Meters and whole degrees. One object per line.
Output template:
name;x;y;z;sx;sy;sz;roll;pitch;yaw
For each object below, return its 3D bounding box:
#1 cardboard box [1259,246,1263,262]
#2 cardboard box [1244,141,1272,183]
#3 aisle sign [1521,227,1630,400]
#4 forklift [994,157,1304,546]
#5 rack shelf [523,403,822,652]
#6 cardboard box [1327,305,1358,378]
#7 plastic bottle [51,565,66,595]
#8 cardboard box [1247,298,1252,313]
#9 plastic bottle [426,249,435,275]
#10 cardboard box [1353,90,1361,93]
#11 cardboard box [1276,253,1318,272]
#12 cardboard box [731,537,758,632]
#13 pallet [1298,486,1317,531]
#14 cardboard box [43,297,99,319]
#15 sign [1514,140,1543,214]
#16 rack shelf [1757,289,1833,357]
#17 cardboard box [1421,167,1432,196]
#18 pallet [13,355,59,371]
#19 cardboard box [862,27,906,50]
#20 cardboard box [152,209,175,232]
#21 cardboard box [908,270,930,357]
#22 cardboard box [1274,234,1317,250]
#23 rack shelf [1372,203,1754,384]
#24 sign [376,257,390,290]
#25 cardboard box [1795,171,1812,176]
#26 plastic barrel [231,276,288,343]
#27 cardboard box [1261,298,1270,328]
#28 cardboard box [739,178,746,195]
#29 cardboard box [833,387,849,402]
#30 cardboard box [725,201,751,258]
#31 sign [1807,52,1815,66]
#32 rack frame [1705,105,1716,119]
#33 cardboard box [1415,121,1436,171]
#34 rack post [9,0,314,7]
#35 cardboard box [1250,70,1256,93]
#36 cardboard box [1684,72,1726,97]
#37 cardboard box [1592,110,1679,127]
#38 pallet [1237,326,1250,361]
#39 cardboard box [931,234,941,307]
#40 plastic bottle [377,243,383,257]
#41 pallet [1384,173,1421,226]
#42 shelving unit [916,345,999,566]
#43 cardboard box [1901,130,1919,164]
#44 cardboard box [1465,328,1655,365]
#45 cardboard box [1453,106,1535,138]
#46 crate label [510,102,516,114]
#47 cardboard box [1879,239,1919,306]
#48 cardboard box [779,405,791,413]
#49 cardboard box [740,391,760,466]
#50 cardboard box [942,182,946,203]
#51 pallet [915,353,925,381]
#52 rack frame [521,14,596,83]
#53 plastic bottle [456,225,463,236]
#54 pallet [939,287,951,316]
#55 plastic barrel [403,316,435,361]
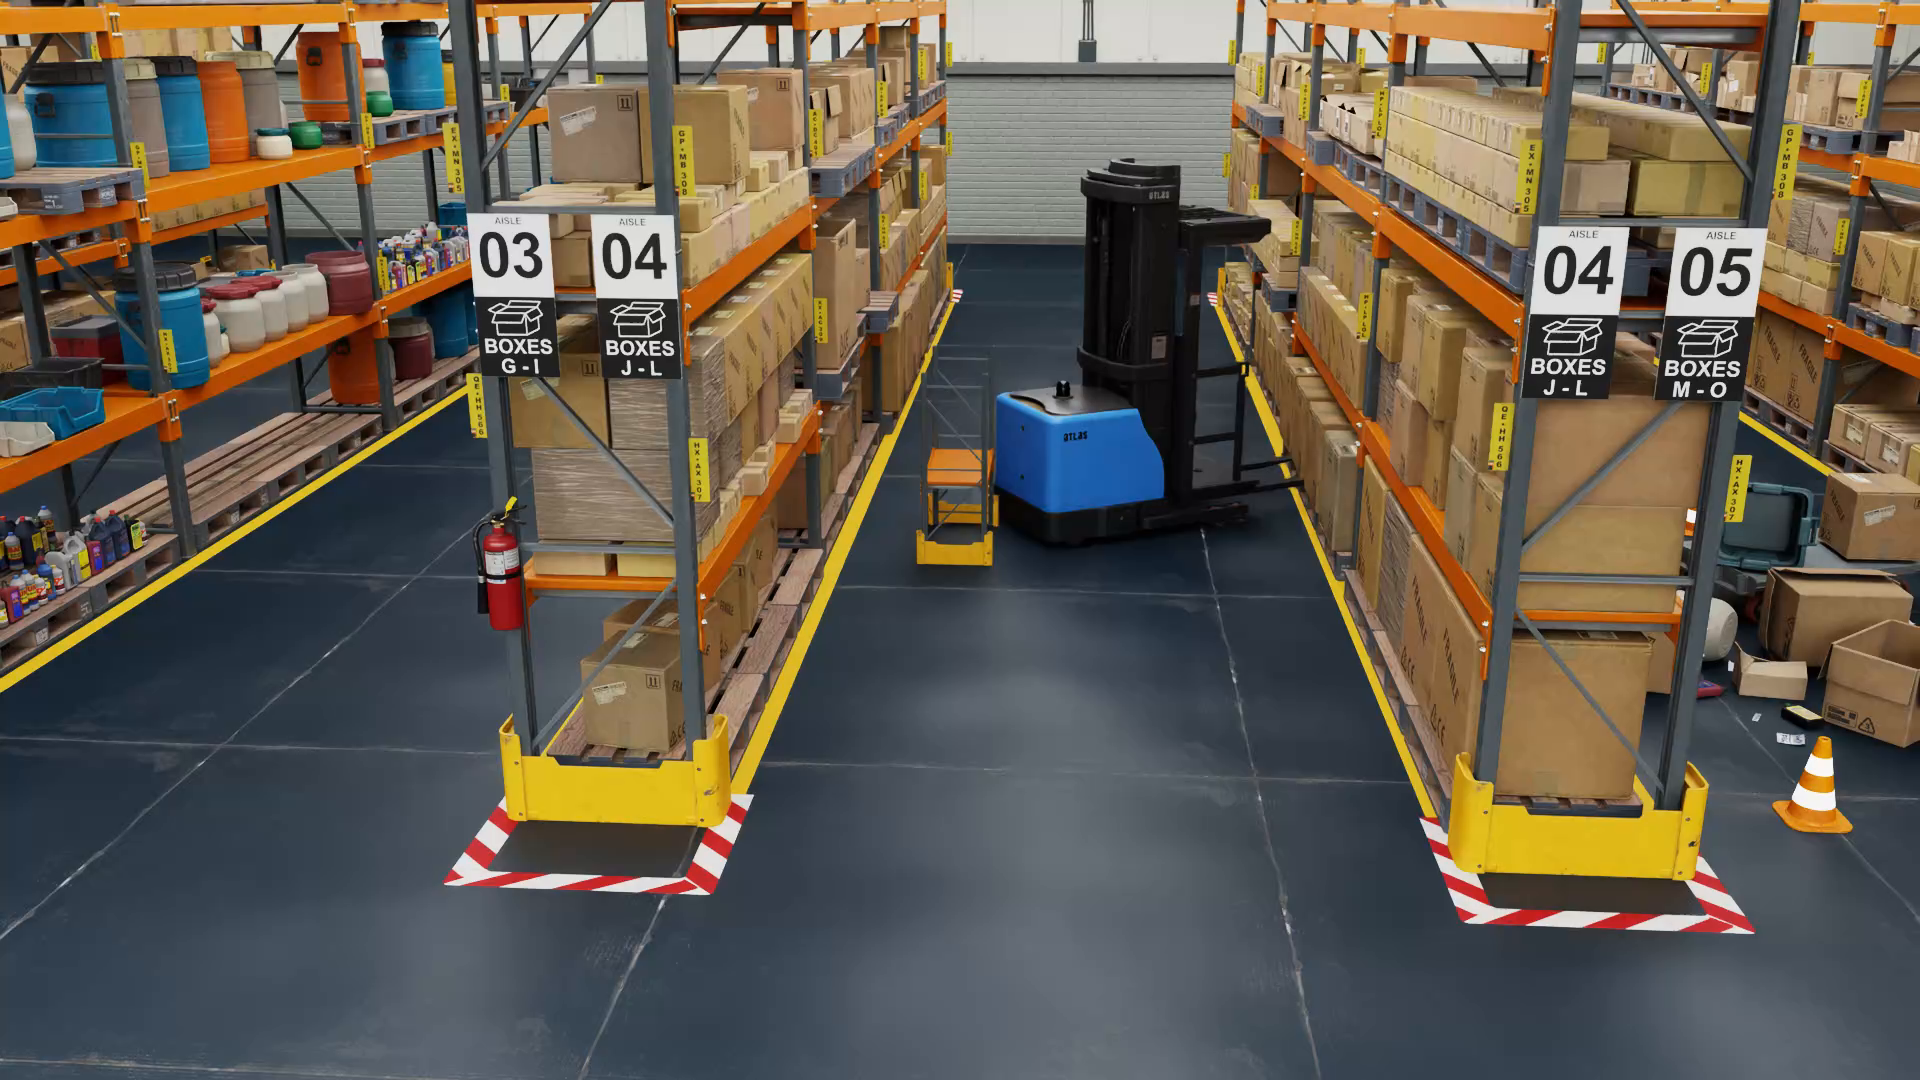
cardboard box;3.362;-3.018;17.545;0.380;0.149;0.250;0;18;1
cardboard box;3.805;-4.669;20.610;0.500;0.500;0.500;2;18;5
aisle sign;2.794;-1.027;7.564;0.394;0.787;0.004;1;18;4
forklift;1.835;-1.644;13.732;3.031;2.935;1.130;-9;20;-24
rack shelf;-1.698;-0.228;10.457;1.077;0.370;4.000;1;18;4
cardboard box;3.228;-1.578;13.262;0.500;0.500;0.500;1;18;4
plastic bottle;-6.288;0.273;11.560;0.097;0.201;0.097;0;18;0
cardboard box;3.703;-2.858;20.275;0.380;0.149;0.250;2;18;5
plastic bottle;-5.737;-3.004;17.980;0.097;0.271;0.097;0;18;0
cardboard box;4.007;-4.091;16.113;0.500;0.500;0.500;1;18;4
cardboard box;3.253;-2.676;16.025;0.380;0.149;0.250;2;18;5
cardboard box;-1.623;0.293;11.051;0.500;0.500;0.500;0;18;-1
pallet;3.450;-0.345;14.137;1.003;0.211;1.213;1;18;4
cardboard box;-10.655;-2.606;19.867;0.500;0.500;0.500;1;18;4
sign;2.558;-1.632;7.473;0.100;0.325;0.005;1;18;4
rack shelf;8.760;-2.491;17.364;1.077;0.370;4.000;1;18;4
cardboard box;2.930;-2.101;9.769;0.380;0.149;0.250;1;18;4
pallet;-10.968;-1.939;19.003;1.003;0.211;1.213;1;18;4
cardboard box;-0.908;-6.044;20.034;0.500;0.250;0.500;0;18;0
cardboard box;-10.520;-4.257;21.436;0.500;0.500;0.500;2;18;5
cardboard box;-1.007;-2.666;19.481;1.225;0.875;0.875;1;18;4
cardboard box;3.270;-2.895;16.213;0.380;0.149;0.250;1;18;3
rack shelf;3.242;-1.511;9.556;1.077;0.370;4.000;1;18;4
sign;-5.659;-2.611;16.313;0.100;0.325;0.005;1;18;4
cardboard box;9.121;-3.833;18.536;0.500;0.500;0.500;2;18;6
plastic barrel;-6.124;-2.021;14.554;0.433;0.535;0.433;0;18;0
cardboard box;3.606;-2.513;18.409;0.500;0.250;0.500;2;18;5
cardboard box;-1.487;-2.136;9.908;0.380;0.149;0.250;1;18;2
cardboard box;-1.314;-1.437;15.095;0.500;0.250;0.500;3;18;10
cardboard box;-1.479;-1.761;9.403;0.500;0.250;0.500;1;18;4
sign;9.445;-5.266;18.524;0.100;0.325;0.005;1;18;4
rack frame;8.903;-3.454;19.148;1.000;3.000;0.127;1;18;4
cardboard box;3.000;-2.332;9.835;0.500;0.250;0.500;1;18;3
rack post;-6.440;-4.861;13.485;1.013;1.000;3.121;1;18;4
cardboard box;3.820;-5.598;20.310;0.500;0.250;0.500;2;18;6
cardboard box;8.630;-5.269;19.248;0.396;0.266;0.258;2;18;6
cardboard box;3.513;-2.151;8.641;0.380;0.149;0.250;1;18;3
pallet;3.971;-2.418;20.463;1.003;0.211;1.213;1;18;4
cardboard box;-0.726;-3.625;22.405;0.875;0.875;0.875;1;18;4
plastic bottle;-6.447;-3.158;18.322;0.144;0.351;0.185;1;18;4
pallet;3.316;-2.178;10.579;1.003;0.211;1.213;1;18;4
shelving unit;-0.007;-0.689;13.116;0.587;1.500;1.083;1;18;4
cardboard box;8.406;-3.400;14.382;0.396;0.266;0.258;1;18;4
cardboard box;3.286;-0.849;9.222;0.875;0.550;0.550;1;18;4
cardboard box;2.875;-2.246;8.930;0.380;0.149;0.250;1;18;3
crate label;-5.598;-5.232;20.179;0.293;0.136;0.466;1;18;4
cardboard box;8.323;-2.304;14.324;0.500;0.500;0.500;2;18;7
cardboard box;-1.382;-0.845;11.587;0.380;0.149;0.250;1;18;4
cardboard box;-1.732;-0.775;10.333;0.875;0.500;0.500;1;18;4
cardboard box;-0.465;-4.832;23.114;0.500;0.250;0.500;1;18;3
pallet;-0.962;-2.109;19.521;1.003;0.211;1.213;1;18;4
rack frame;-5.635;-7.879;23.018;1.000;3.000;0.127;1;18;4
plastic bottle;-5.805;-3.473;19.285;0.144;0.351;0.185;1;18;4
pallet;-0.674;-3.343;23.286;1.003;0.211;1.213;1;18;4
plastic barrel;-6.158;-2.242;18.768;0.421;0.512;0.421;0;18;0
